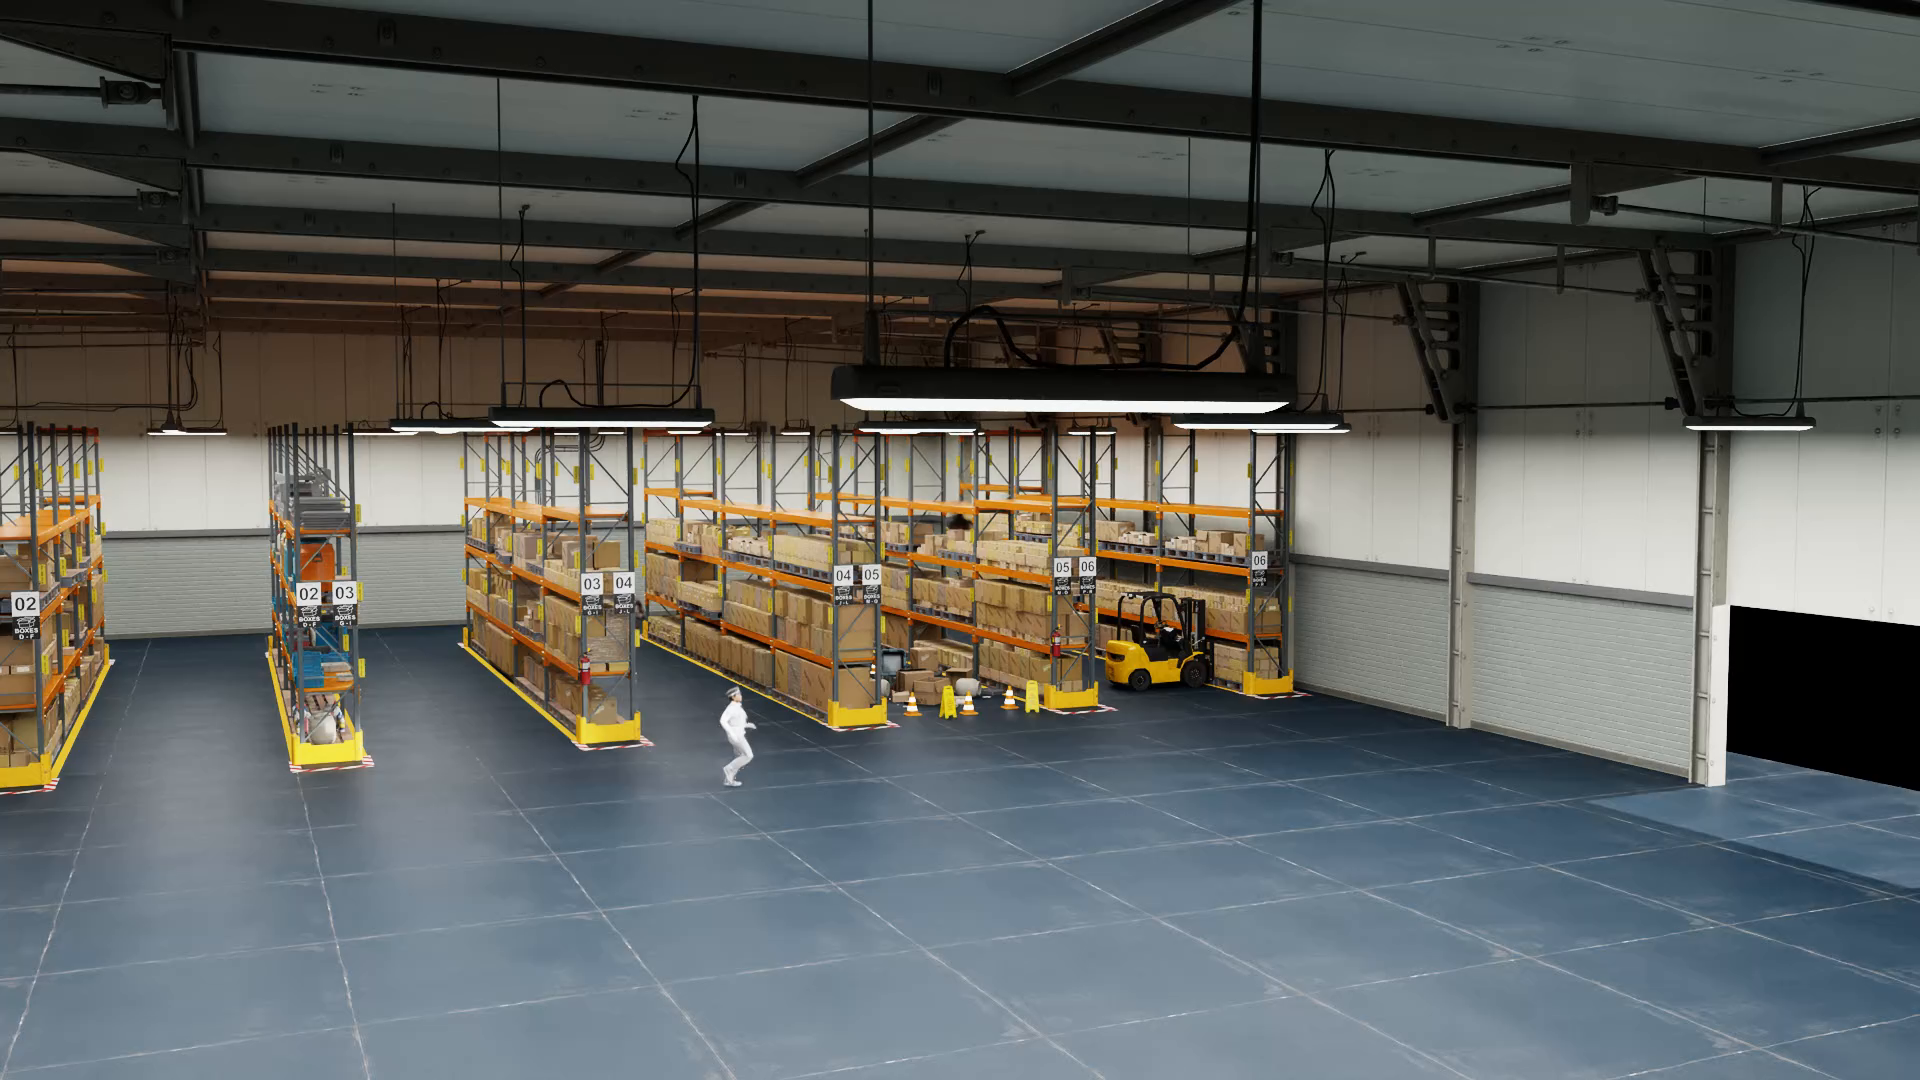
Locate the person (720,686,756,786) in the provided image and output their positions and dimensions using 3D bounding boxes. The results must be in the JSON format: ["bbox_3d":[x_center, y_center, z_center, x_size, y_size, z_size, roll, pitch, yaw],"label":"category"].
[{"bbox_3d":[-3.625,3.218,27.314,0.550,1.649,0.600,0,3,0],"label":"person"}]

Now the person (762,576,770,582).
[{"bbox_3d":[-5.910,1.707,50.620,0.995,1.790,0.666,-2,4,-23],"label":"person"}]

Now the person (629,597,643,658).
[{"bbox_3d":[-8.709,2.181,43.833,0.726,1.823,0.874,-1,4,-16],"label":"person"}]
